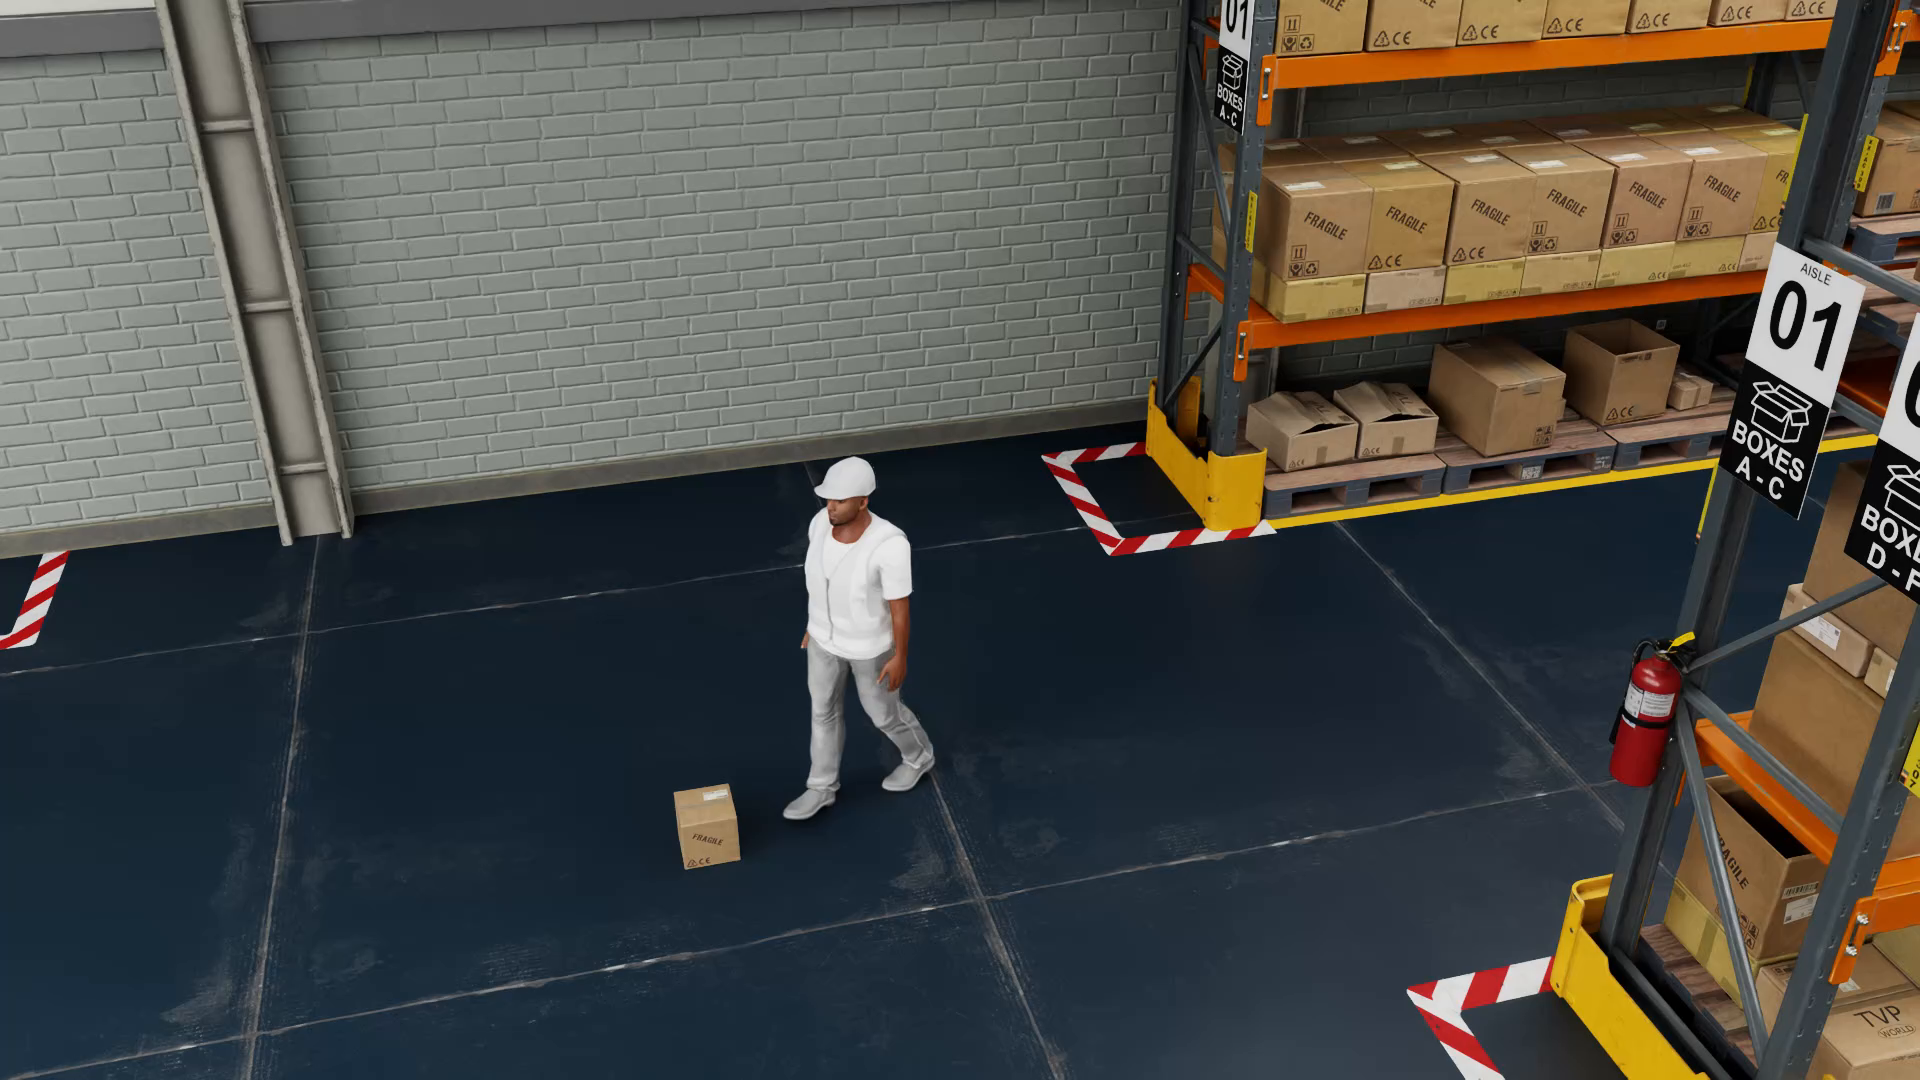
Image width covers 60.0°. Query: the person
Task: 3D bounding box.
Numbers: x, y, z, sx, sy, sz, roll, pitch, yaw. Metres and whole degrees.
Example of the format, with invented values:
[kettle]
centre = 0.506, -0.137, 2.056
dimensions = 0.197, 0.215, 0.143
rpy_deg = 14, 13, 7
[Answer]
[person]
centre = -0.490, 0.449, 7.438
dimensions = 0.577, 1.768, 0.736
rpy_deg = 19, 35, 30
